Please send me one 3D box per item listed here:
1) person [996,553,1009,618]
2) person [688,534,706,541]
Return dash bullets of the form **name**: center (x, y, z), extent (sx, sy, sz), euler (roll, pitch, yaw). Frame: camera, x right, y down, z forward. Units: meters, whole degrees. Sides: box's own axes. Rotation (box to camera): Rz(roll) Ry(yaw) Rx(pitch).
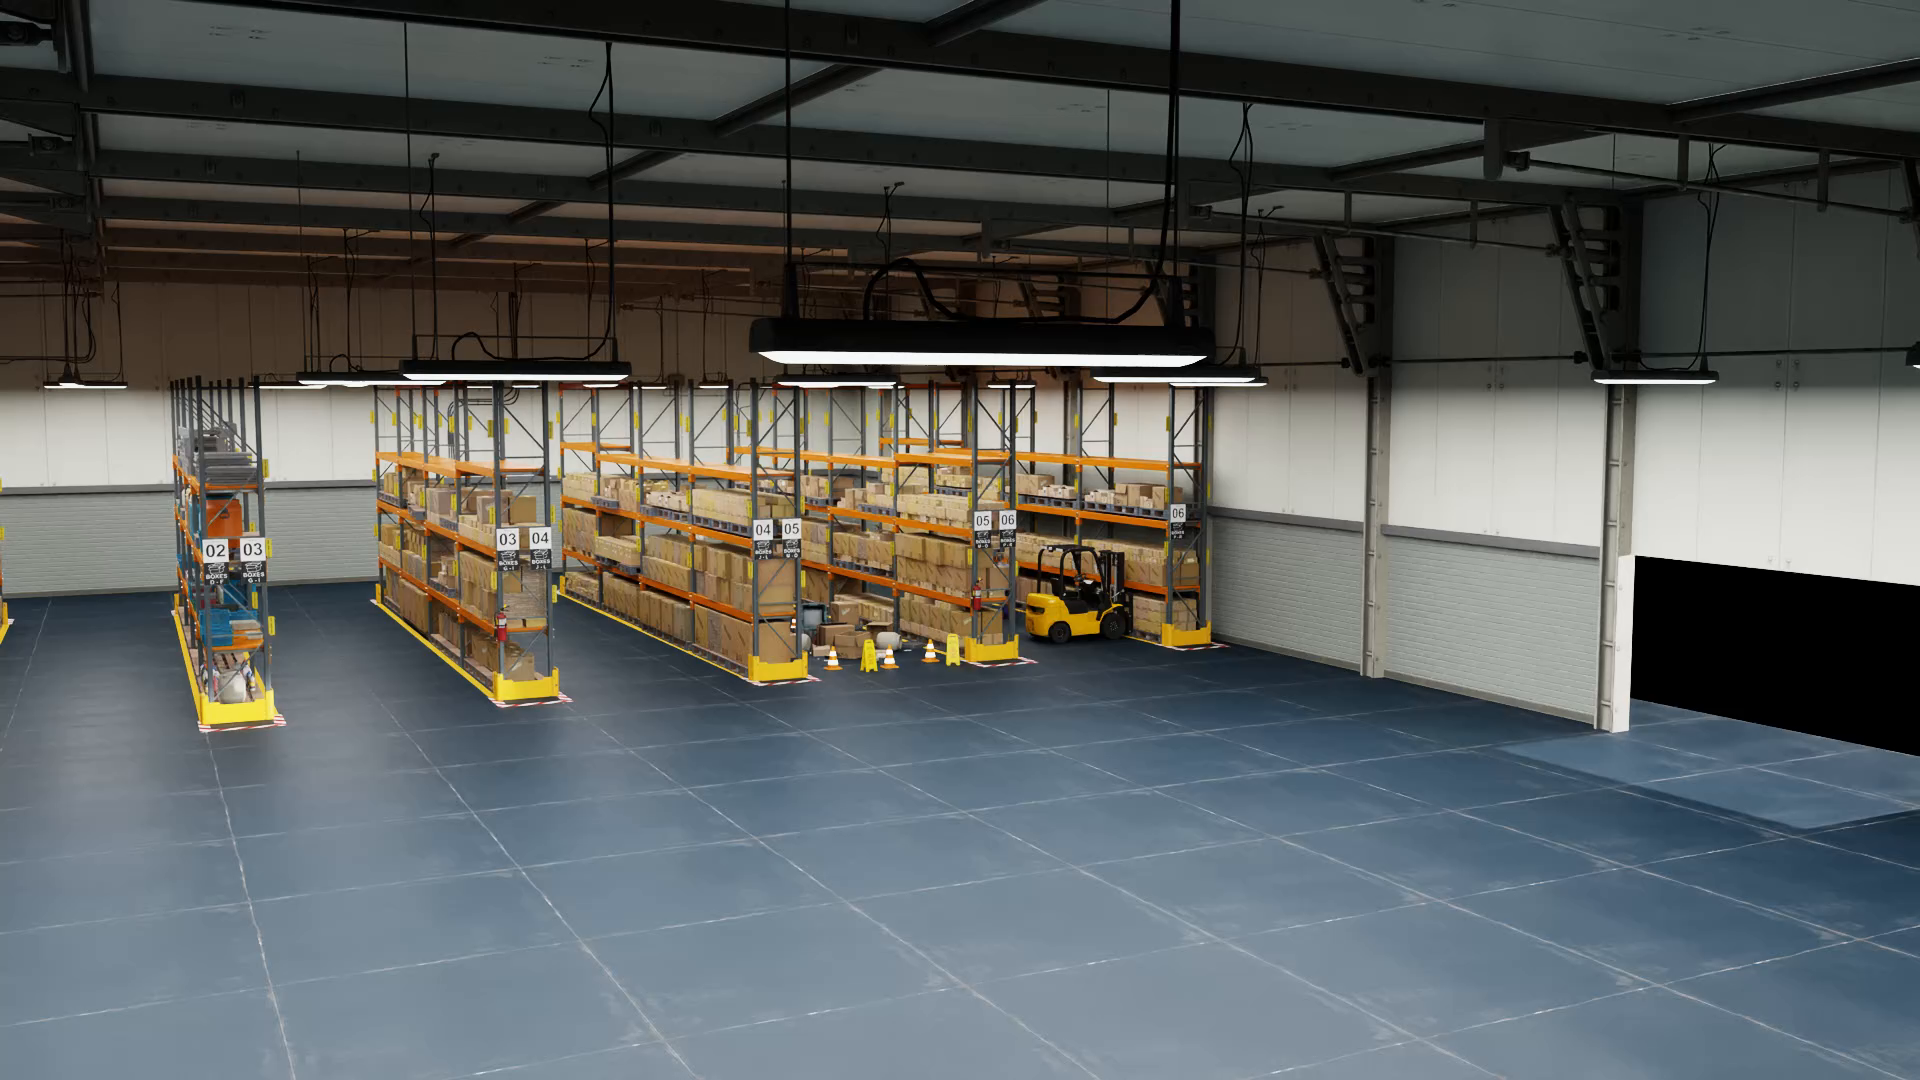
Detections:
- **person**: center (0.973, 1.155, 42.076), extent (0.470, 1.646, 0.822), euler (-4, 6, -38)
- **person**: center (-8.064, 0.326, 51.136), extent (0.609, 1.854, 0.422), euler (-1, 5, -9)
